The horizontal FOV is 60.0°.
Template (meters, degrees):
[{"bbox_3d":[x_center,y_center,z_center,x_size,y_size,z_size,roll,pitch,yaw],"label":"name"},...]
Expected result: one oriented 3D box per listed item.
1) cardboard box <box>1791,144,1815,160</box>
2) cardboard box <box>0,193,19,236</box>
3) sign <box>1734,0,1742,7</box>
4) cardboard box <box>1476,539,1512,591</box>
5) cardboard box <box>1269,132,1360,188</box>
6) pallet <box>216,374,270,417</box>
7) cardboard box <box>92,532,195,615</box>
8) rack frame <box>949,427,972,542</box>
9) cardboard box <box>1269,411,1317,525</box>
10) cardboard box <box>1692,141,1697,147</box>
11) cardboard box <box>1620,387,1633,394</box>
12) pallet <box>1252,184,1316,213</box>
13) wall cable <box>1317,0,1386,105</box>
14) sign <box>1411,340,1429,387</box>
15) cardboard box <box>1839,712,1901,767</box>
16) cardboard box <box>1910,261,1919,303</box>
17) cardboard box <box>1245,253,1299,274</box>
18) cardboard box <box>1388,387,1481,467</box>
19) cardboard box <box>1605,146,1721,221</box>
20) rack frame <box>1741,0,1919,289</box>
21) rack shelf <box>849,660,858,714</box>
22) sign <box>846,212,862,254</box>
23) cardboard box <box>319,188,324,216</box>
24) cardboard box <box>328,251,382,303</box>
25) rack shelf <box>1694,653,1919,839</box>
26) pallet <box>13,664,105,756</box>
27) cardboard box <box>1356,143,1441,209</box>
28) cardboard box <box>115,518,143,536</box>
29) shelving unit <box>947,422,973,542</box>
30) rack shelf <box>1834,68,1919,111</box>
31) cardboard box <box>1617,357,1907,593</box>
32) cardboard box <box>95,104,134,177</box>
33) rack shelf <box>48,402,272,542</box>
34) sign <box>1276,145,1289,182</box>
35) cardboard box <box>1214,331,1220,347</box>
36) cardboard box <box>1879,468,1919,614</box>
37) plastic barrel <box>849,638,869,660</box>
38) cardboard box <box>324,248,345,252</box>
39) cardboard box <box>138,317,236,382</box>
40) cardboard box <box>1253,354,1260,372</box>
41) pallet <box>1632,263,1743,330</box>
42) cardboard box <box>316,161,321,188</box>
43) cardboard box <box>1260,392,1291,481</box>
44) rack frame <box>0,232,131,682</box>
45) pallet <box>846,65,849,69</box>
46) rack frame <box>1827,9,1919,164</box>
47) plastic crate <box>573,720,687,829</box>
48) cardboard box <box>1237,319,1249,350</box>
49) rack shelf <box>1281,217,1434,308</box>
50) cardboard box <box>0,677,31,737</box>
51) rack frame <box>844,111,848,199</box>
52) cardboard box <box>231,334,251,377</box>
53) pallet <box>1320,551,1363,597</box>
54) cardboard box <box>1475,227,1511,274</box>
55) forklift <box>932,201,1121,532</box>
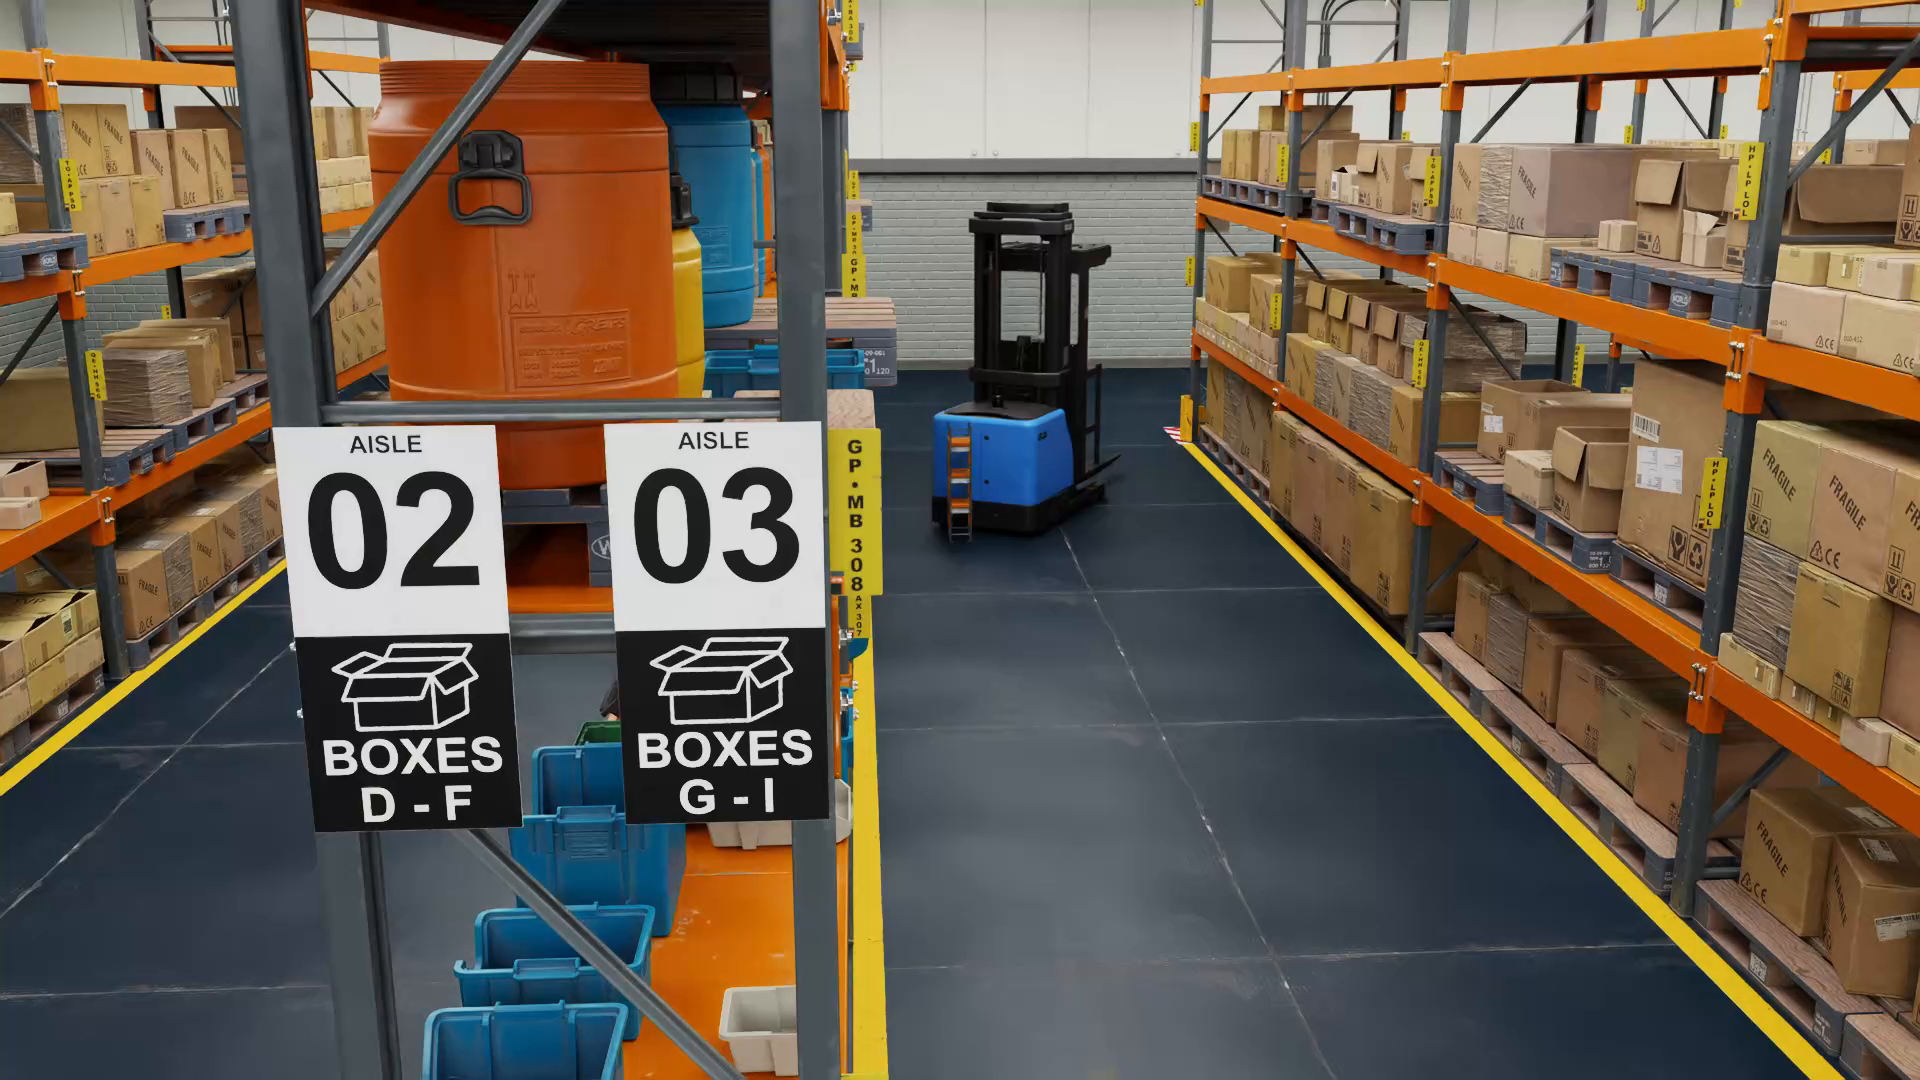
[{"bbox_3d":[8.089,-3.654,15.686,0.380,0.149,0.250,-1,14,-2],"label":"cardboard box"},{"bbox_3d":[-6.104,-1.973,10.112,0.500,0.250,0.500,-2,15,-8],"label":"cardboard box"},{"bbox_3d":[8.715,-6.132,18.608,0.100,0.325,0.005,-1,14,-3],"label":"sign"},{"bbox_3d":[3.771,0.147,11.063,0.500,0.250,0.500,0,14,-1],"label":"cardboard box"},{"bbox_3d":[3.343,-3.595,15.713,0.700,0.500,0.500,-2,15,-7],"label":"cardboard box"},{"bbox_3d":[-6.496,-1.203,14.066,1.003,0.211,1.213,-1,14,-3],"label":"pallet"},{"bbox_3d":[-5.969,0.249,12.174,0.500,0.500,0.500,-1,14,-5],"label":"cardboard box"},{"bbox_3d":[0.004,-0.491,14.829,0.200,1.050,0.008,-1,14,-3],"label":"rack frame"},{"bbox_3d":[3.511,-0.663,15.007,1.225,0.875,0.875,-1,14,-3],"label":"cardboard box"},{"bbox_3d":[8.031,-4.170,17.692,0.380,0.149,0.250,0,14,-2],"label":"cardboard box"},{"bbox_3d":[7.854,-1.669,19.180,0.380,0.149,0.250,-2,15,-6],"label":"cardboard box"},{"bbox_3d":[3.411,-3.261,15.840,1.003,0.211,1.213,-1,14,-3],"label":"pallet"},{"bbox_3d":[6.293,-8.566,23.802,2.277,5.999,0.120,-1,14,-3],"label":"wall cable"},{"bbox_3d":[3.145,-1.204,11.364,0.100,0.325,0.005,-1,14,-3],"label":"sign"},{"bbox_3d":[3.705,0.770,6.517,0.380,0.149,0.250,-1,14,-3],"label":"cardboard box"},{"bbox_3d":[3.798,-0.952,6.190,0.380,0.149,0.250,0,14,-2],"label":"cardboard box"},{"bbox_3d":[3.496,-2.960,18.711,0.500,0.500,0.500,-1,14,-3],"label":"cardboard box"},{"bbox_3d":[3.421,-0.820,11.995,0.500,0.500,0.500,0,14,-2],"label":"cardboard box"},{"bbox_3d":[4.036,-2.031,9.676,0.500,0.500,0.500,-1,14,-2],"label":"cardboard box"},{"bbox_3d":[3.947,-2.564,6.931,1.000,3.000,0.127,-1,14,-3],"label":"rack frame"},{"bbox_3d":[-1.120,0.269,9.404,1.077,0.370,4.000,-1,14,-3],"label":"rack shelf"},{"bbox_3d":[-0.696,-1.989,10.927,0.100,0.325,0.005,-1,14,-3],"label":"sign"},{"bbox_3d":[-6.246,-3.125,15.434,0.500,0.250,0.500,-1,14,-3],"label":"cardboard box"},{"bbox_3d":[-6.350,-2.791,17.648,0.500,0.500,0.500,0,14,-2],"label":"cardboard box"},{"bbox_3d":[4.071,1.187,5.835,1.077,0.370,4.000,-1,14,-3],"label":"rack shelf"},{"bbox_3d":[-6.176,1.055,10.504,1.003,0.211,1.213,-1,14,-3],"label":"pallet"},{"bbox_3d":[3.551,-2.867,13.079,0.797,0.503,0.637,-1,14,-4],"label":"cardboard box"},{"bbox_3d":[-6.512,0.139,12.601,0.500,0.500,0.500,-1,14,-5],"label":"cardboard box"},{"bbox_3d":[-0.003,-0.522,14.947,0.215,1.050,0.252,-1,14,-3],"label":"shelving unit"},{"bbox_3d":[8.532,-3.565,13.070,1.077,0.370,4.000,-1,14,-3],"label":"rack shelf"},{"bbox_3d":[4.037,-0.352,8.328,1.000,1.000,1.000,-1,14,-3],"label":"cardboard box"},{"bbox_3d":[-6.272,-2.849,11.852,0.500,0.500,0.500,-1,14,-3],"label":"cardboard box"},{"bbox_3d":[-6.312,-0.650,12.977,1.077,0.370,4.000,-1,14,-3],"label":"rack shelf"},{"bbox_3d":[2.897,-3.380,14.929,0.100,0.325,0.005,-1,14,-3],"label":"sign"},{"bbox_3d":[2.962,-2.172,17.953,0.380,0.149,0.250,-1,14,-5],"label":"cardboard box"},{"bbox_3d":[3.784,0.029,6.088,0.500,0.500,0.500,-1,14,-3],"label":"cardboard box"},{"bbox_3d":[-0.718,0.075,7.711,0.600,0.901,0.708,-1,14,-3],"label":"plastic barrel"},{"bbox_3d":[-6.920,-2.909,18.105,0.500,0.500,0.500,0,14,-2],"label":"cardboard box"},{"bbox_3d":[-6.630,-1.626,14.285,0.700,0.500,0.500,-6,16,-22],"label":"cardboard box"},{"bbox_3d":[3.074,-1.725,16.215,0.380,0.149,0.250,-1,14,-4],"label":"cardboard box"},{"bbox_3d":[4.015,-1.175,7.931,1.213,0.211,1.003,-1,14,-3],"label":"pallet"},{"bbox_3d":[-6.251,-3.367,15.371,0.500,0.250,0.500,-1,14,-3],"label":"cardboard box"},{"bbox_3d":[3.490,-0.988,16.267,0.875,0.875,0.875,-1,14,-3],"label":"cardboard box"},{"bbox_3d":[-6.188,-0.501,10.954,1.000,3.000,0.127,-1,14,-3],"label":"rack frame"},{"bbox_3d":[-1.410,-3.986,13.642,1.003,0.211,1.213,-1,14,-3],"label":"pallet"},{"bbox_3d":[8.408,-4.605,14.864,1.000,3.000,0.127,-1,14,-3],"label":"rack frame"},{"bbox_3d":[-1.194,0.863,6.079,0.450,0.188,0.662,-1,14,-3],"label":"plastic crate"},{"bbox_3d":[3.096,-2.081,16.798,0.500,0.250,0.500,-1,14,-2],"label":"cardboard box"},{"bbox_3d":[3.575,-2.255,13.194,1.077,0.370,4.000,-1,14,-3],"label":"rack shelf"},{"bbox_3d":[-5.849,1.007,9.766,0.500,0.250,0.500,-1,14,-2],"label":"cardboard box"},{"bbox_3d":[-1.492,-4.477,14.367,1.000,3.000,0.127,-1,14,-3],"label":"rack frame"},{"bbox_3d":[-6.723,-1.665,15.276,0.500,0.500,0.500,-1,14,-3],"label":"cardboard box"},{"bbox_3d":[3.653,0.197,13.836,1.003,0.211,1.213,-1,14,-3],"label":"pallet"},{"bbox_3d":[3.506,-1.785,10.224,0.500,0.250,0.500,-1,14,-2],"label":"cardboard box"},{"bbox_3d":[0.797,-1.813,16.190,1.130,2.935,3.031,6,16,23],"label":"forklift"}]
